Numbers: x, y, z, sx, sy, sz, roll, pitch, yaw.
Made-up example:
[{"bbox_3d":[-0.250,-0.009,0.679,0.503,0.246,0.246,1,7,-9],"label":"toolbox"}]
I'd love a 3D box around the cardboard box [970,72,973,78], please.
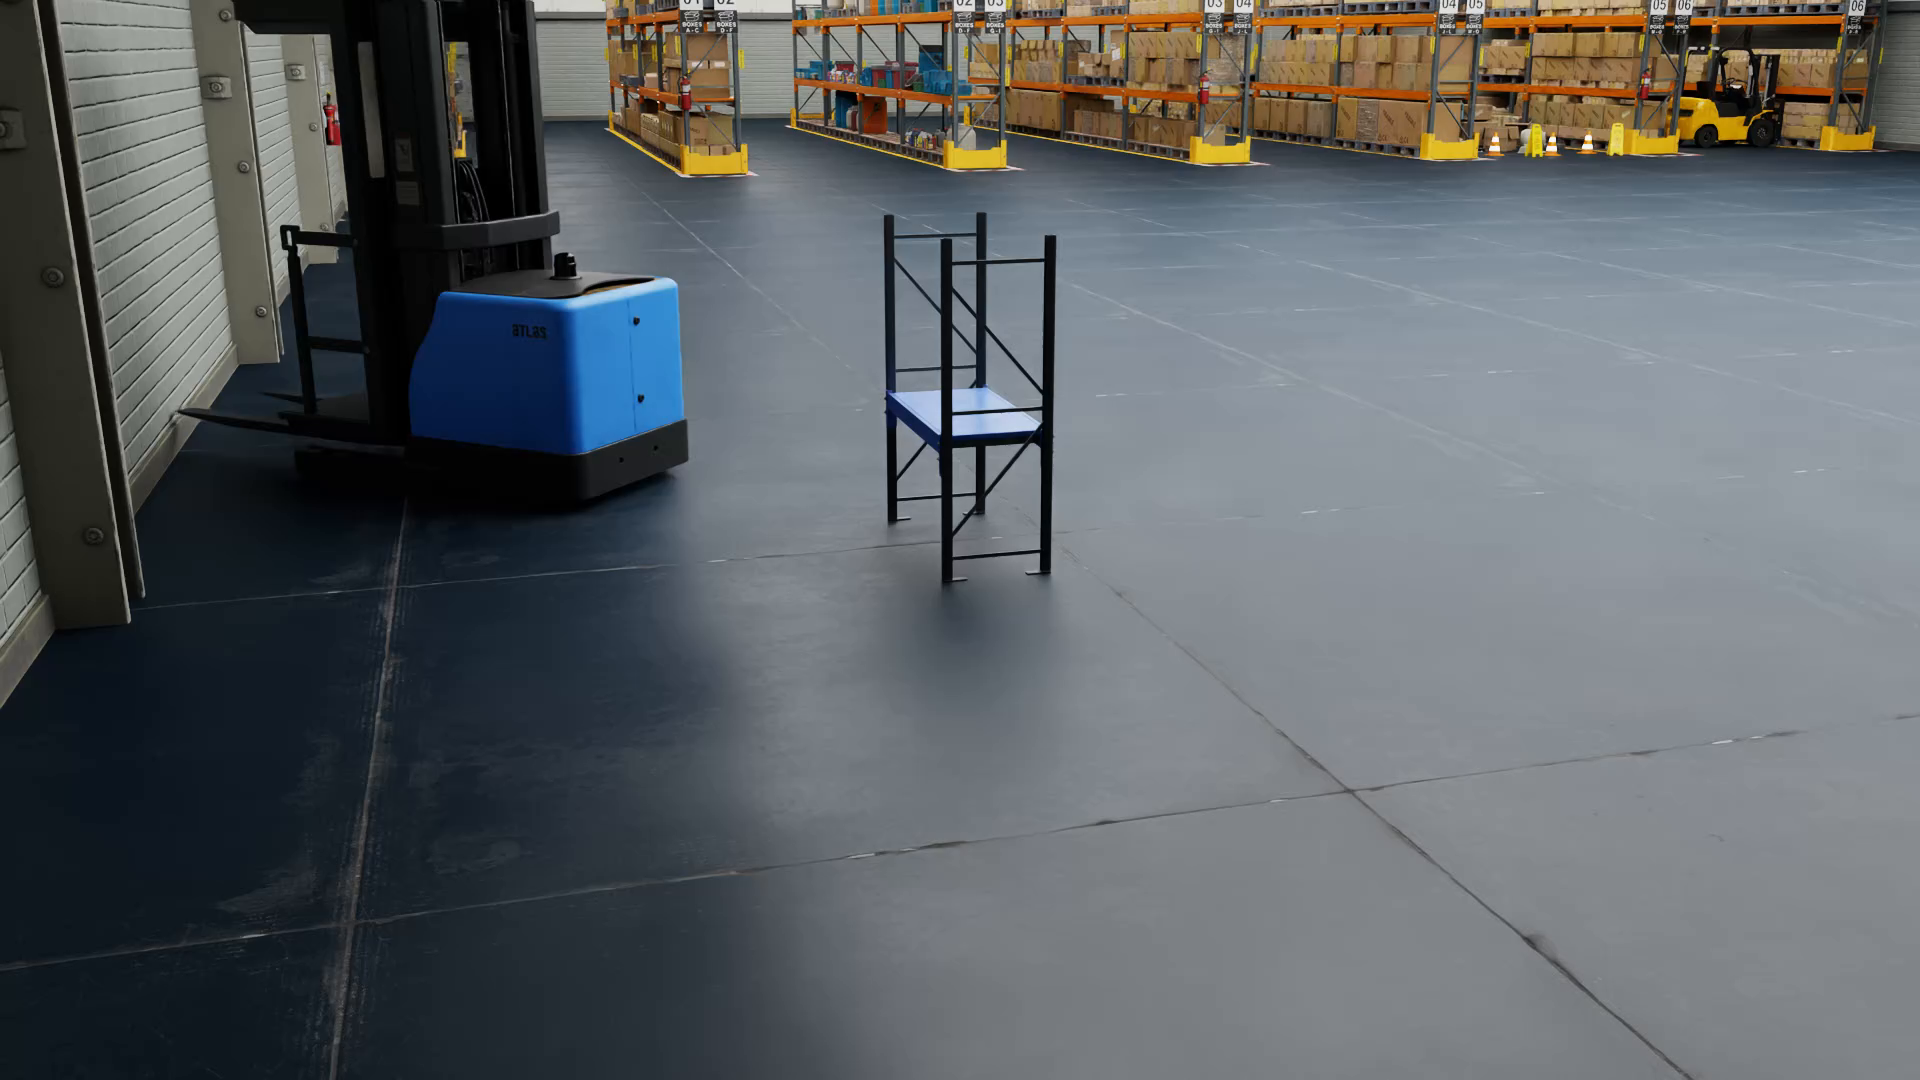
[{"bbox_3d":[0.491,-13.006,46.472,0.380,0.149,0.250,-4,17,-15],"label":"cardboard box"}]

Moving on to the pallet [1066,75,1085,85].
[{"bbox_3d":[3.208,-10.757,38.882,1.213,0.211,1.003,-5,17,-15],"label":"pallet"}]

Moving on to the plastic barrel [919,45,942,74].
[{"bbox_3d":[-0.568,-9.910,34.859,0.600,0.901,0.708,-5,17,-15],"label":"plastic barrel"}]

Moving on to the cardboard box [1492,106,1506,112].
[{"bbox_3d":[15.576,-12.442,48.182,0.396,0.266,0.258,-4,17,-13],"label":"cardboard box"}]

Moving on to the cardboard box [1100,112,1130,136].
[{"bbox_3d":[3.593,-9.404,37.626,0.700,0.500,0.500,-6,18,-20],"label":"cardboard box"}]

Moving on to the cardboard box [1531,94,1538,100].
[{"bbox_3d":[16.185,-12.375,46.422,0.380,0.149,0.250,-6,18,-18],"label":"cardboard box"}]

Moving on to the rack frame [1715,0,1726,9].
[{"bbox_3d":[18.309,-13.981,38.855,1.000,3.000,0.127,-5,17,-15],"label":"rack frame"}]

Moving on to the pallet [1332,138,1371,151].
[{"bbox_3d":[8.939,-8.743,36.692,1.003,0.211,1.213,-5,17,-15],"label":"pallet"}]

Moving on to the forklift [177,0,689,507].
[{"bbox_3d":[-3.051,-1.839,8.979,3.031,2.935,1.130,8,18,24],"label":"forklift"}]

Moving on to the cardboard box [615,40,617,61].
[{"bbox_3d":[-8.385,-12.289,41.737,0.500,0.500,0.500,-5,17,-15],"label":"cardboard box"}]

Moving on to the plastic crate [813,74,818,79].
[{"bbox_3d":[-3.518,-11.938,42.854,0.437,0.125,0.590,-5,17,-15],"label":"plastic crate"}]

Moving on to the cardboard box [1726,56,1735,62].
[{"bbox_3d":[18.216,-11.286,39.009,0.380,0.149,0.250,-4,17,-14],"label":"cardboard box"}]

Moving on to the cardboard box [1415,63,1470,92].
[{"bbox_3d":[9.759,-9.360,33.637,0.875,0.550,0.550,-5,17,-15],"label":"cardboard box"}]

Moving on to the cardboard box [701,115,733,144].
[{"bbox_3d":[-4.491,-7.590,30.752,0.500,0.500,0.500,-5,17,-15],"label":"cardboard box"}]

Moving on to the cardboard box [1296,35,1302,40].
[{"bbox_3d":[10.071,-14.751,48.807,0.380,0.149,0.250,-4,17,-14],"label":"cardboard box"}]

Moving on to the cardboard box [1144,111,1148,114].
[{"bbox_3d":[5.494,-12.214,47.626,0.380,0.149,0.250,-5,17,-15],"label":"cardboard box"}]

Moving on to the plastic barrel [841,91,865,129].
[{"bbox_3d":[-2.624,-10.601,40.947,0.600,0.901,0.708,-5,17,-15],"label":"plastic barrel"}]

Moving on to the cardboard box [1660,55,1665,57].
[{"bbox_3d":[17.474,-11.962,41.259,0.380,0.149,0.250,-5,17,-17],"label":"cardboard box"}]

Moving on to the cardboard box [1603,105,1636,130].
[{"bbox_3d":[14.165,-9.053,35.621,0.500,0.500,0.500,-5,17,-15],"label":"cardboard box"}]

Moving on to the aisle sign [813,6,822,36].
[{"bbox_3d":[-3.790,-14.147,45.316,0.394,0.787,0.004,-5,17,-15],"label":"aisle sign"}]

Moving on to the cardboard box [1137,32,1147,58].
[{"bbox_3d":[4.027,-10.318,34.657,0.500,0.500,0.500,-5,17,-15],"label":"cardboard box"}]

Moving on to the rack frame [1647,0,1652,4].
[{"bbox_3d":[14.636,-12.481,33.862,1.000,3.000,0.127,-5,17,-15],"label":"rack frame"}]

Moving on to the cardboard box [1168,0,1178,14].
[{"bbox_3d":[4.458,-10.583,33.017,0.500,0.250,0.500,-4,17,-14],"label":"cardboard box"}]

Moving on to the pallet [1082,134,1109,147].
[{"bbox_3d":[3.454,-9.149,38.043,1.003,0.211,1.213,-5,17,-15],"label":"pallet"}]

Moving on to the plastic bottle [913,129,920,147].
[{"bbox_3d":[-0.879,-8.173,33.788,0.144,0.351,0.185,-5,18,-18],"label":"plastic bottle"}]

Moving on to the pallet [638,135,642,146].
[{"bbox_3d":[-6.785,-9.129,37.978,1.003,0.211,1.213,-5,17,-15],"label":"pallet"}]

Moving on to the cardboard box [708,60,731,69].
[{"bbox_3d":[-4.319,-8.527,29.823,0.380,0.149,0.250,-5,17,-16],"label":"cardboard box"}]

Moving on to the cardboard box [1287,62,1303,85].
[{"bbox_3d":[7.985,-10.886,38.805,0.500,0.500,0.500,-5,17,-16],"label":"cardboard box"}]

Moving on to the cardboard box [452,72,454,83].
[{"bbox_3d":[-9.284,-8.384,29.570,0.500,0.500,0.500,-5,18,-17],"label":"cardboard box"}]

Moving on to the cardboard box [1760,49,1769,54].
[{"bbox_3d":[18.541,-11.147,38.030,0.380,0.149,0.250,-5,17,-15],"label":"cardboard box"}]

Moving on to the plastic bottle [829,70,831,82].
[{"bbox_3d":[-3.225,-11.525,41.307,0.061,0.283,0.133,-5,17,-15],"label":"plastic bottle"}]

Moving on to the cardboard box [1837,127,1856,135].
[{"bbox_3d":[19.461,-9.037,36.873,0.500,0.250,0.500,-5,17,-15],"label":"cardboard box"}]

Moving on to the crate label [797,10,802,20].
[{"bbox_3d":[-4.109,-13.943,44.201,0.408,0.251,0.502,-5,17,-15],"label":"crate label"}]

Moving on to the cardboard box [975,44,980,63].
[{"bbox_3d":[0.721,-13.388,45.747,0.500,0.500,0.500,-5,17,-17],"label":"cardboard box"}]

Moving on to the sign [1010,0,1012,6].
[{"bbox_3d":[1.277,-13.822,42.502,0.100,0.325,0.005,-5,17,-15],"label":"sign"}]

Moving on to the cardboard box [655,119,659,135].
[{"bbox_3d":[-5.904,-8.391,33.748,0.500,0.311,0.500,-5,17,-15],"label":"cardboard box"}]

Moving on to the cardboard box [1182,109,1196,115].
[{"bbox_3d":[6.215,-11.548,44.892,0.380,0.149,0.250,-4,17,-14],"label":"cardboard box"}]

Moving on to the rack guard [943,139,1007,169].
[{"bbox_3d":[0.280,-7.253,31.230,1.175,0.500,0.348,-5,17,-15],"label":"rack guard"}]

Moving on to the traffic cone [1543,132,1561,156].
[{"bbox_3d":[12.304,-8.228,34.541,0.336,0.463,0.334,-5,17,-15],"label":"traffic cone"}]

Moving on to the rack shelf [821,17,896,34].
[{"bbox_3d":[-2.403,-12.291,39.693,1.077,0.370,4.000,-5,17,-15],"label":"rack shelf"}]

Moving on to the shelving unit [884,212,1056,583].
[{"bbox_3d":[0.023,-0.695,7.658,0.538,1.500,1.048,-5,17,-15],"label":"shelving unit"}]

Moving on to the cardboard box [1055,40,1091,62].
[{"bbox_3d":[2.724,-11.769,40.002,0.797,0.503,0.637,-4,17,-13],"label":"cardboard box"}]

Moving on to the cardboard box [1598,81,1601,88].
[{"bbox_3d":[14.067,-9.859,35.997,0.380,0.149,0.250,-4,17,-14],"label":"cardboard box"}]

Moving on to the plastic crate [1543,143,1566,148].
[{"bbox_3d":[13.180,-8.817,37.166,0.402,0.080,0.583,-12,20,-34],"label":"plastic crate"}]

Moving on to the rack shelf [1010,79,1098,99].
[{"bbox_3d":[2.360,-11.246,41.428,1.077,0.370,4.000,-5,17,-15],"label":"rack shelf"}]

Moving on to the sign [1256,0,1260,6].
[{"bbox_3d":[7.184,-13.044,40.049,0.100,0.325,0.005,-5,17,-15],"label":"sign"}]

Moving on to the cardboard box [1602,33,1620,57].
[{"bbox_3d":[14.154,-10.542,35.405,0.700,0.500,0.500,-5,17,-15],"label":"cardboard box"}]

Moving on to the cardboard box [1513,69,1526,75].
[{"bbox_3d":[13.130,-10.916,38.785,0.380,0.149,0.250,-4,17,-14],"label":"cardboard box"}]

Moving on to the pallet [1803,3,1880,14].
[{"bbox_3d":[19.238,-11.594,36.274,1.003,0.211,1.213,-5,17,-15],"label":"pallet"}]

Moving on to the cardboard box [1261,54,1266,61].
[{"bbox_3d":[7.689,-11.985,41.309,0.380,0.149,0.250,-5,17,-17],"label":"cardboard box"}]

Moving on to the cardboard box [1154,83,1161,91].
[{"bbox_3d":[4.204,-9.314,34.181,0.380,0.149,0.250,-5,17,-15],"label":"cardboard box"}]

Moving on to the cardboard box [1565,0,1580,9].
[{"bbox_3d":[13.671,-11.797,36.541,0.500,0.250,0.500,-5,17,-15],"label":"cardboard box"}]

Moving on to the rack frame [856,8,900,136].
[{"bbox_3d":[-1.853,-10.646,38.179,1.000,3.000,0.127,-5,17,-15],"label":"rack frame"}]
